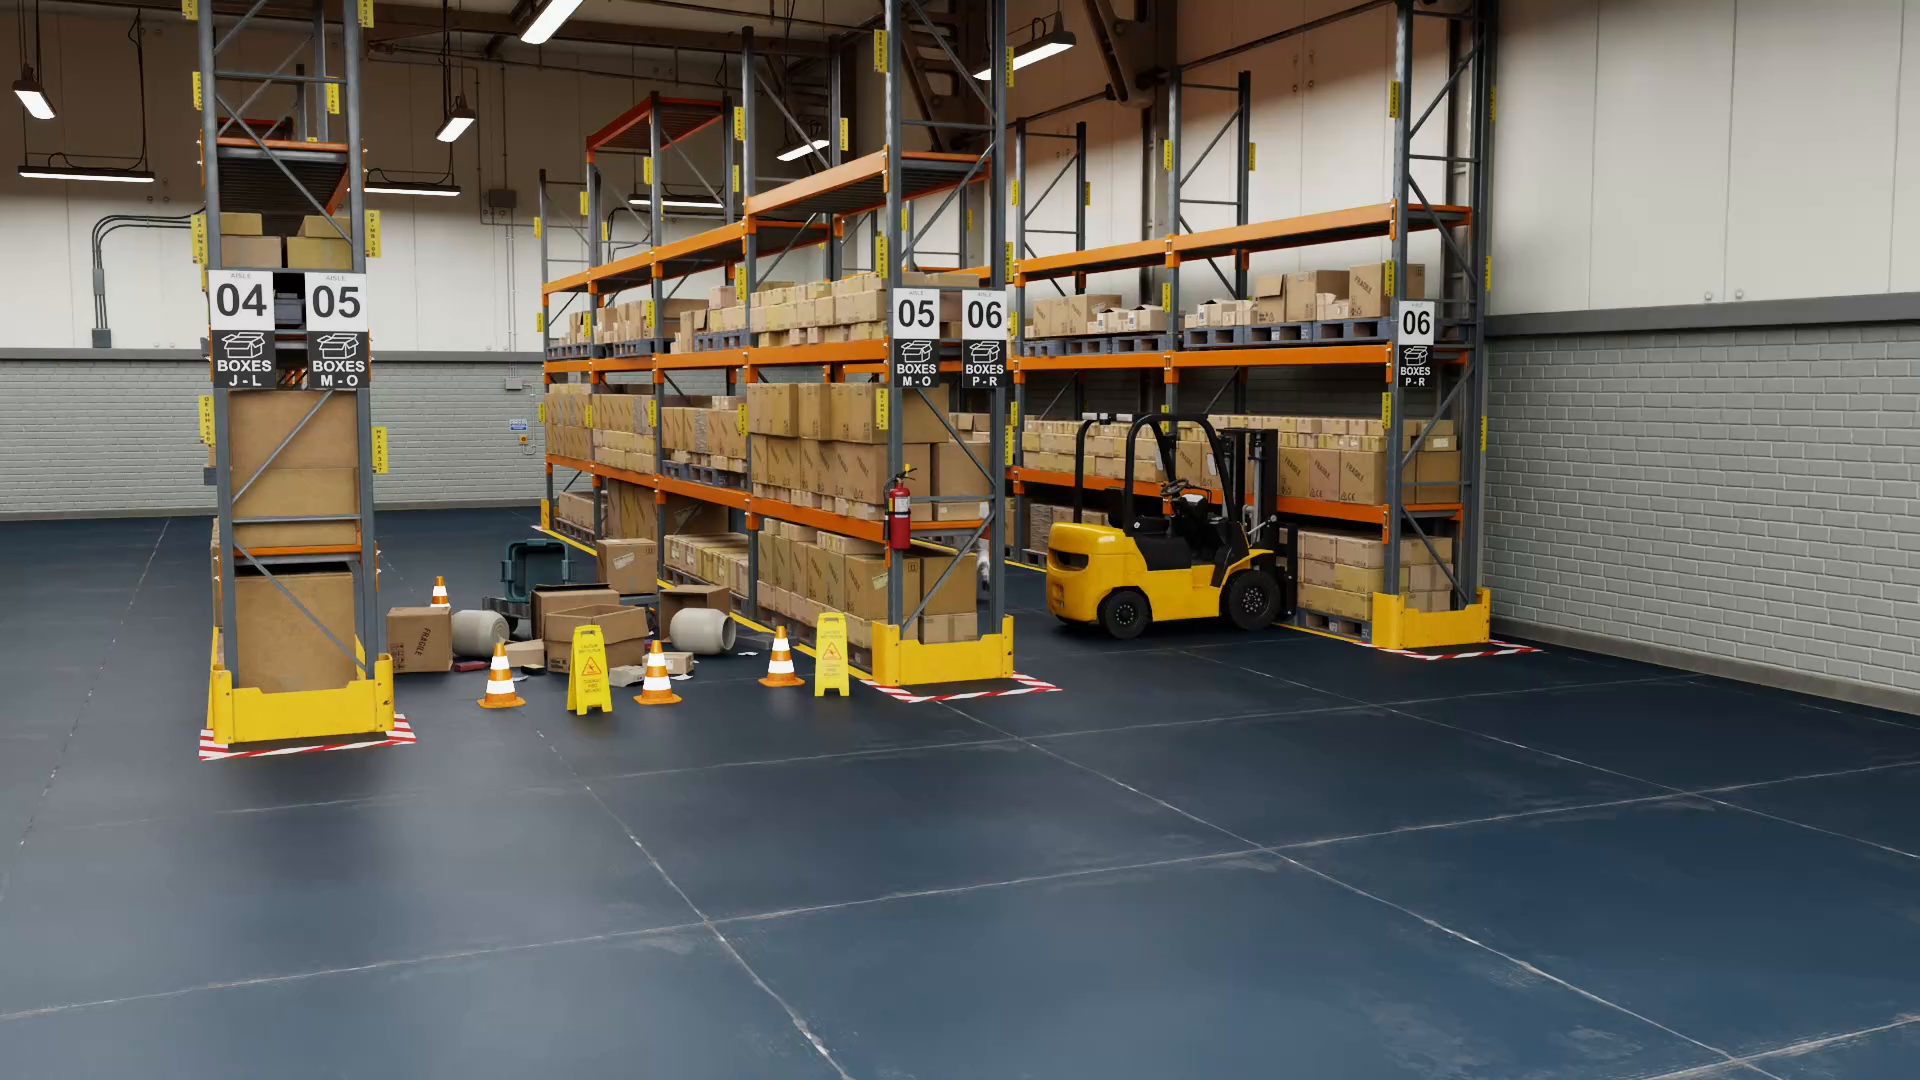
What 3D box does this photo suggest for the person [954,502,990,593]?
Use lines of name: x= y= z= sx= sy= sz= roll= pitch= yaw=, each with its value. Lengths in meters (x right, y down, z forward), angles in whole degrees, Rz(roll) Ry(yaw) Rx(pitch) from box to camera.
person: x=0.141 y=-0.218 z=18.911 sx=0.554 sy=1.770 sz=0.869 roll=-1 pitch=5 yaw=-14
